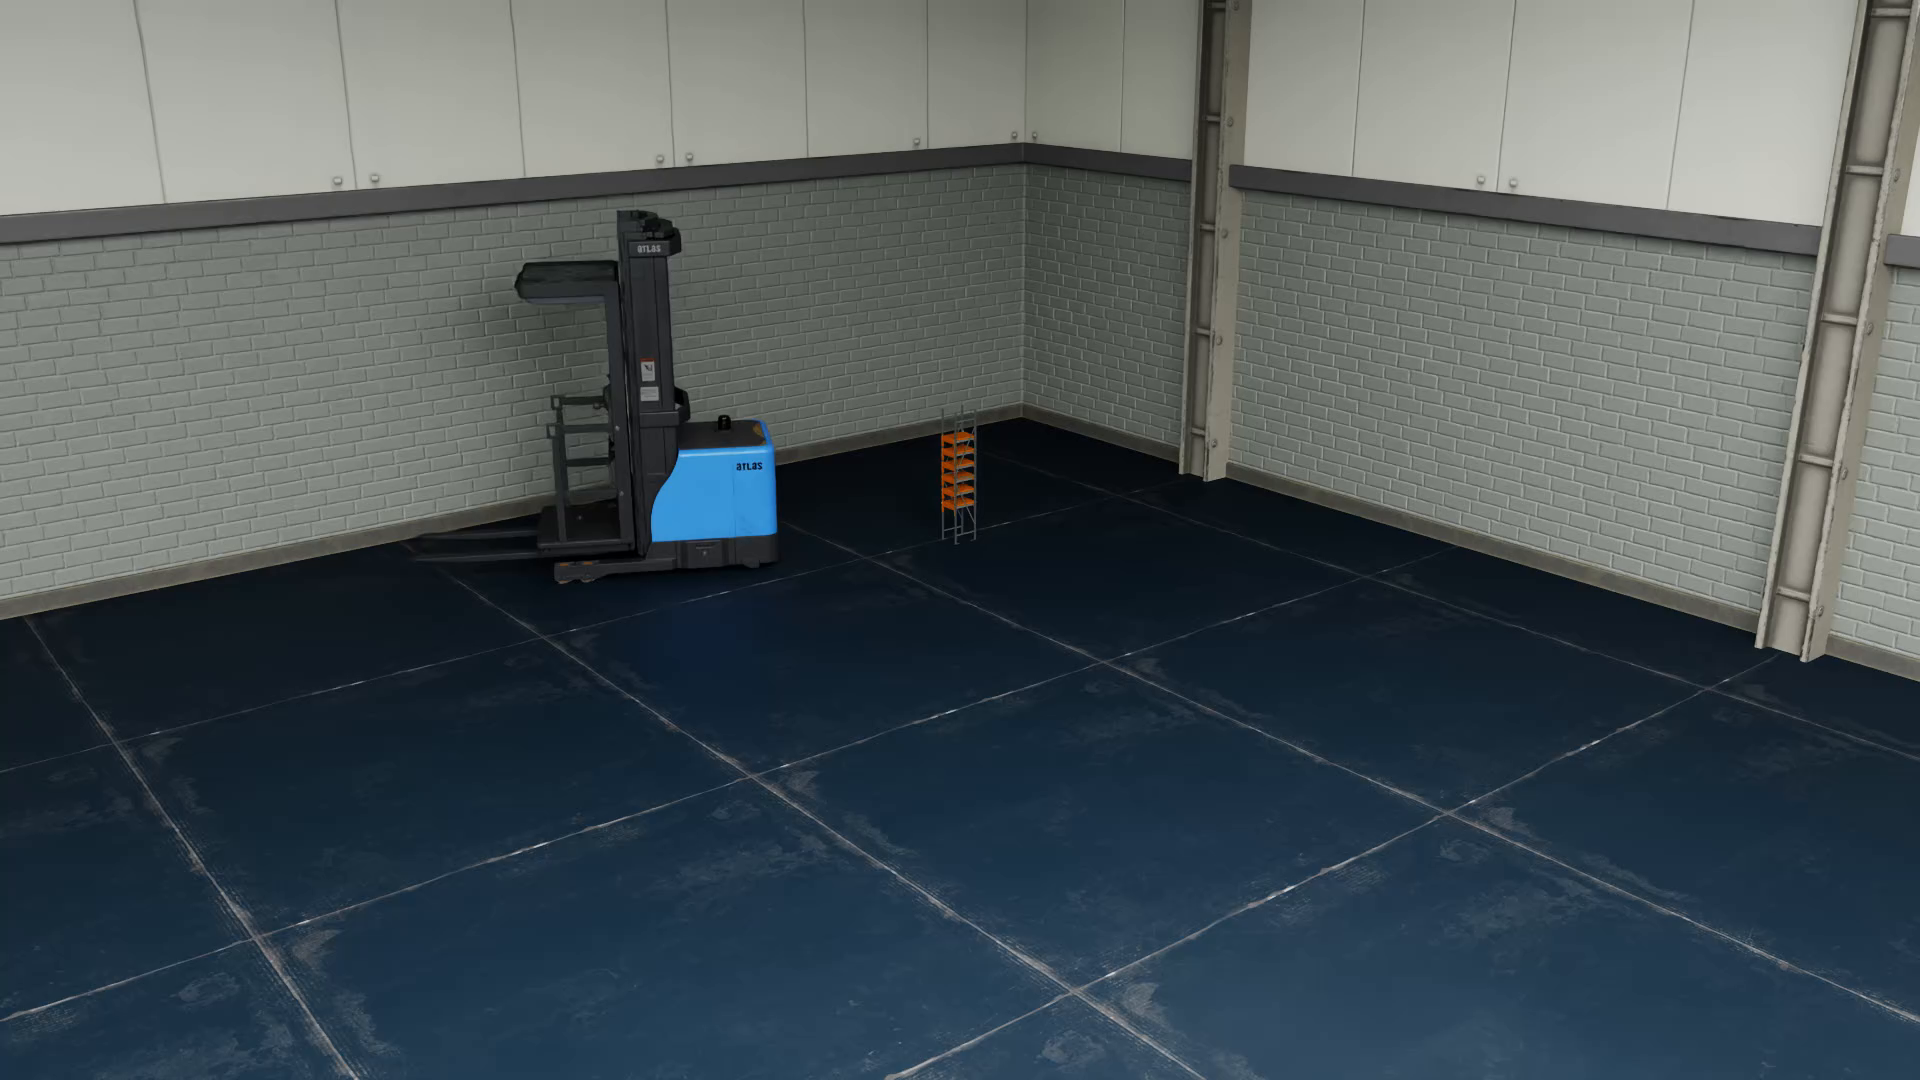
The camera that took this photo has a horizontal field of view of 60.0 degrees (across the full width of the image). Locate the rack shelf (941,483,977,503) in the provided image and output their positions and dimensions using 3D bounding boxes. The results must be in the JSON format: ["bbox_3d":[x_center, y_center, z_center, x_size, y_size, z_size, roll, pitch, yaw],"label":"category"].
[{"bbox_3d":[-0.009,-0.417,14.736,0.258,0.103,0.180,-14,23,-36],"label":"rack shelf"}]

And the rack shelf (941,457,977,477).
[{"bbox_3d":[-0.009,-0.645,14.661,0.258,0.103,0.180,-14,23,-36],"label":"rack shelf"}]

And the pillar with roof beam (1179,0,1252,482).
[{"bbox_3d":[-0.912,-4.093,12.907,9.100,9.000,0.400,-14,23,-36],"label":"pillar with roof beam"}]

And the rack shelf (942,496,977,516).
[{"bbox_3d":[-0.009,-0.303,14.774,0.258,0.103,0.180,-14,23,-36],"label":"rack shelf"}]

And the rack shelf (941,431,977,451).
[{"bbox_3d":[-0.009,-0.873,14.585,0.258,0.103,0.180,-14,23,-36],"label":"rack shelf"}]

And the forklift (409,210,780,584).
[{"bbox_3d":[-3.102,-1.210,13.854,3.031,2.935,1.130,-4,19,-11],"label":"forklift"}]

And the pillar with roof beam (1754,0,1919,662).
[{"bbox_3d":[2.814,-2.614,8.443,9.100,9.000,0.400,-14,23,-36],"label":"pillar with roof beam"}]

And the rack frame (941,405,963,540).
[{"bbox_3d":[-0.066,-0.596,14.753,0.240,1.200,0.006,-14,23,-36],"label":"rack frame"}]

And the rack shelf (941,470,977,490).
[{"bbox_3d":[-0.009,-0.531,14.699,0.258,0.103,0.180,-14,23,-36],"label":"rack shelf"}]

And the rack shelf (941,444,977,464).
[{"bbox_3d":[-0.009,-0.759,14.623,0.258,0.103,0.180,-14,23,-36],"label":"rack shelf"}]

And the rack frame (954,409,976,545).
[{"bbox_3d":[0.048,-0.551,14.617,0.240,1.200,0.006,-14,23,-36],"label":"rack frame"}]

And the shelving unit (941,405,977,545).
[{"bbox_3d":[-0.009,-0.573,14.685,0.258,1.200,0.189,-14,23,-36],"label":"shelving unit"}]
